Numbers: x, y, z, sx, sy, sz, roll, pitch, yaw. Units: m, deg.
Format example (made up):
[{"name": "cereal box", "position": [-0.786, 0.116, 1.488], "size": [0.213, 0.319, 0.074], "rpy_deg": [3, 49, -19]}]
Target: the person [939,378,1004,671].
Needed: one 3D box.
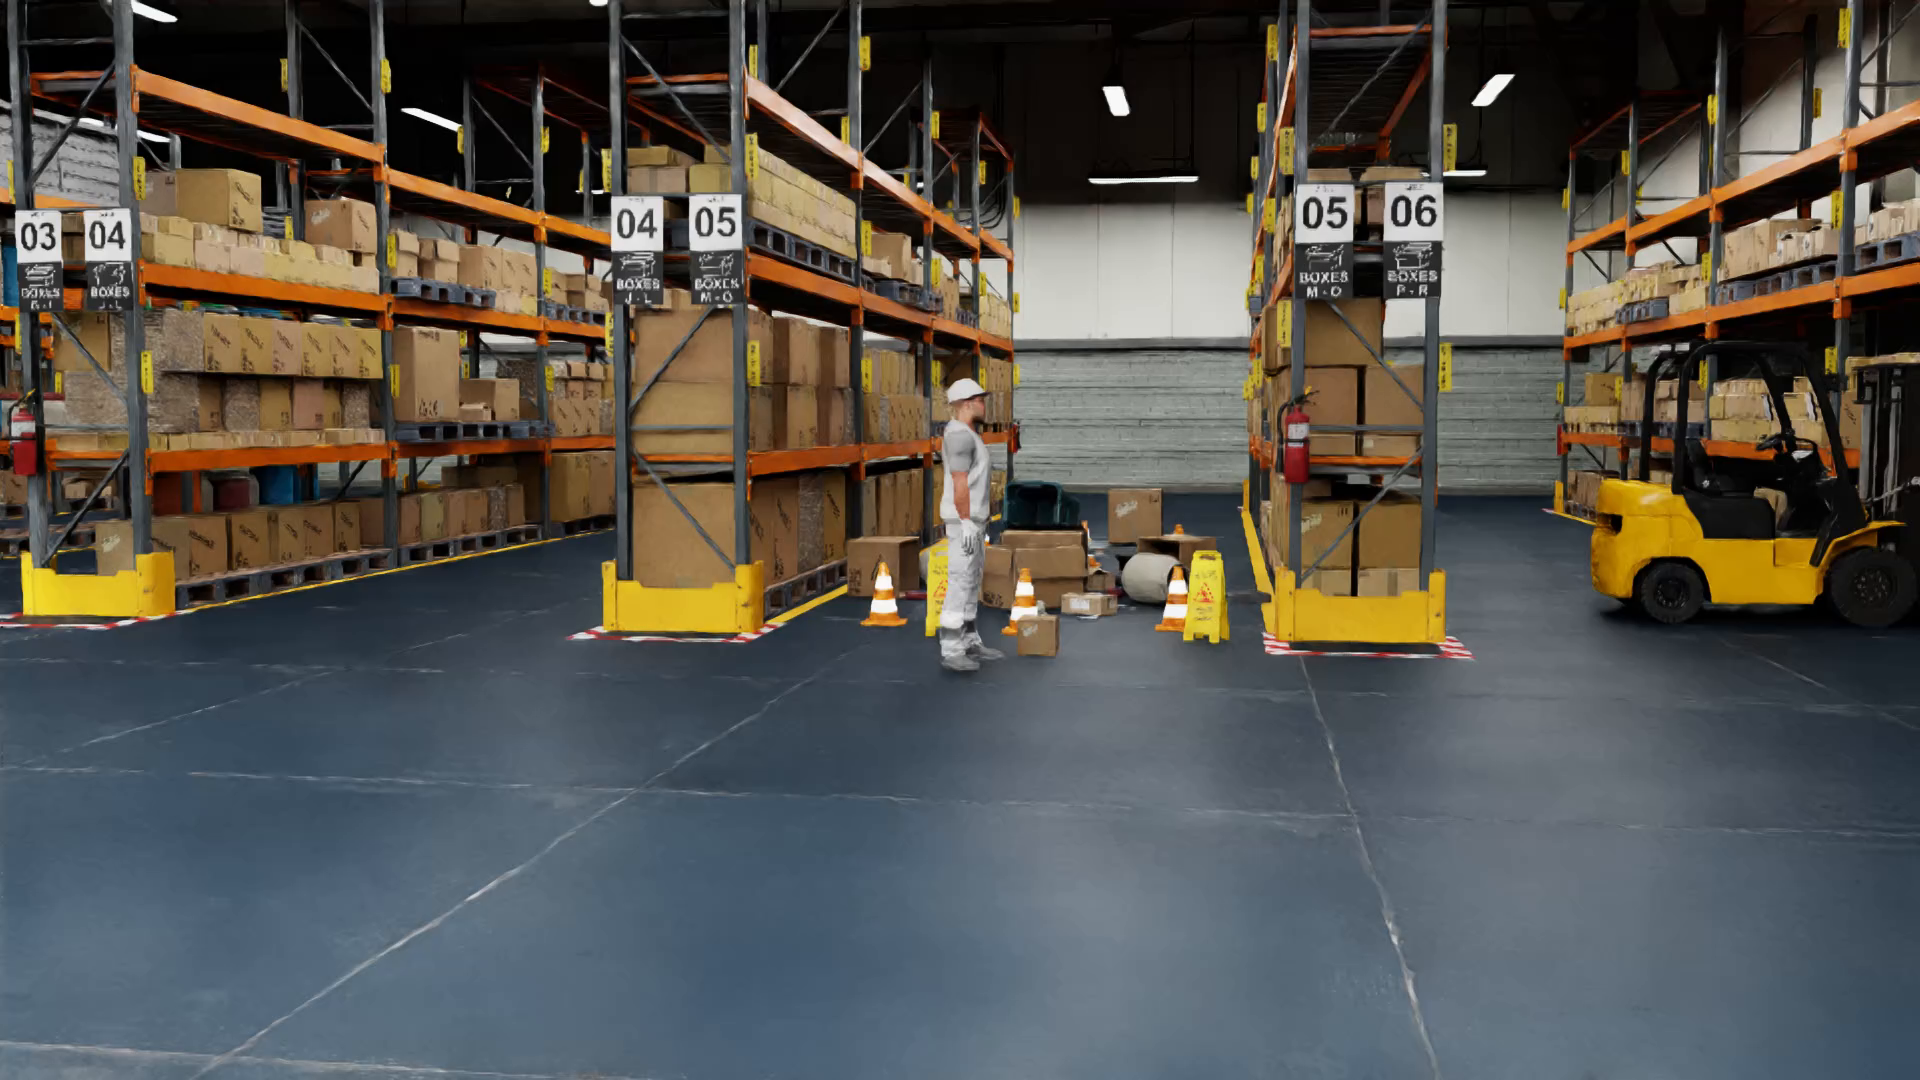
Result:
[{"name": "person", "position": [0.072, -0.112, 10.429], "size": [0.396, 1.796, 0.662], "rpy_deg": [0, 4, 5]}]
